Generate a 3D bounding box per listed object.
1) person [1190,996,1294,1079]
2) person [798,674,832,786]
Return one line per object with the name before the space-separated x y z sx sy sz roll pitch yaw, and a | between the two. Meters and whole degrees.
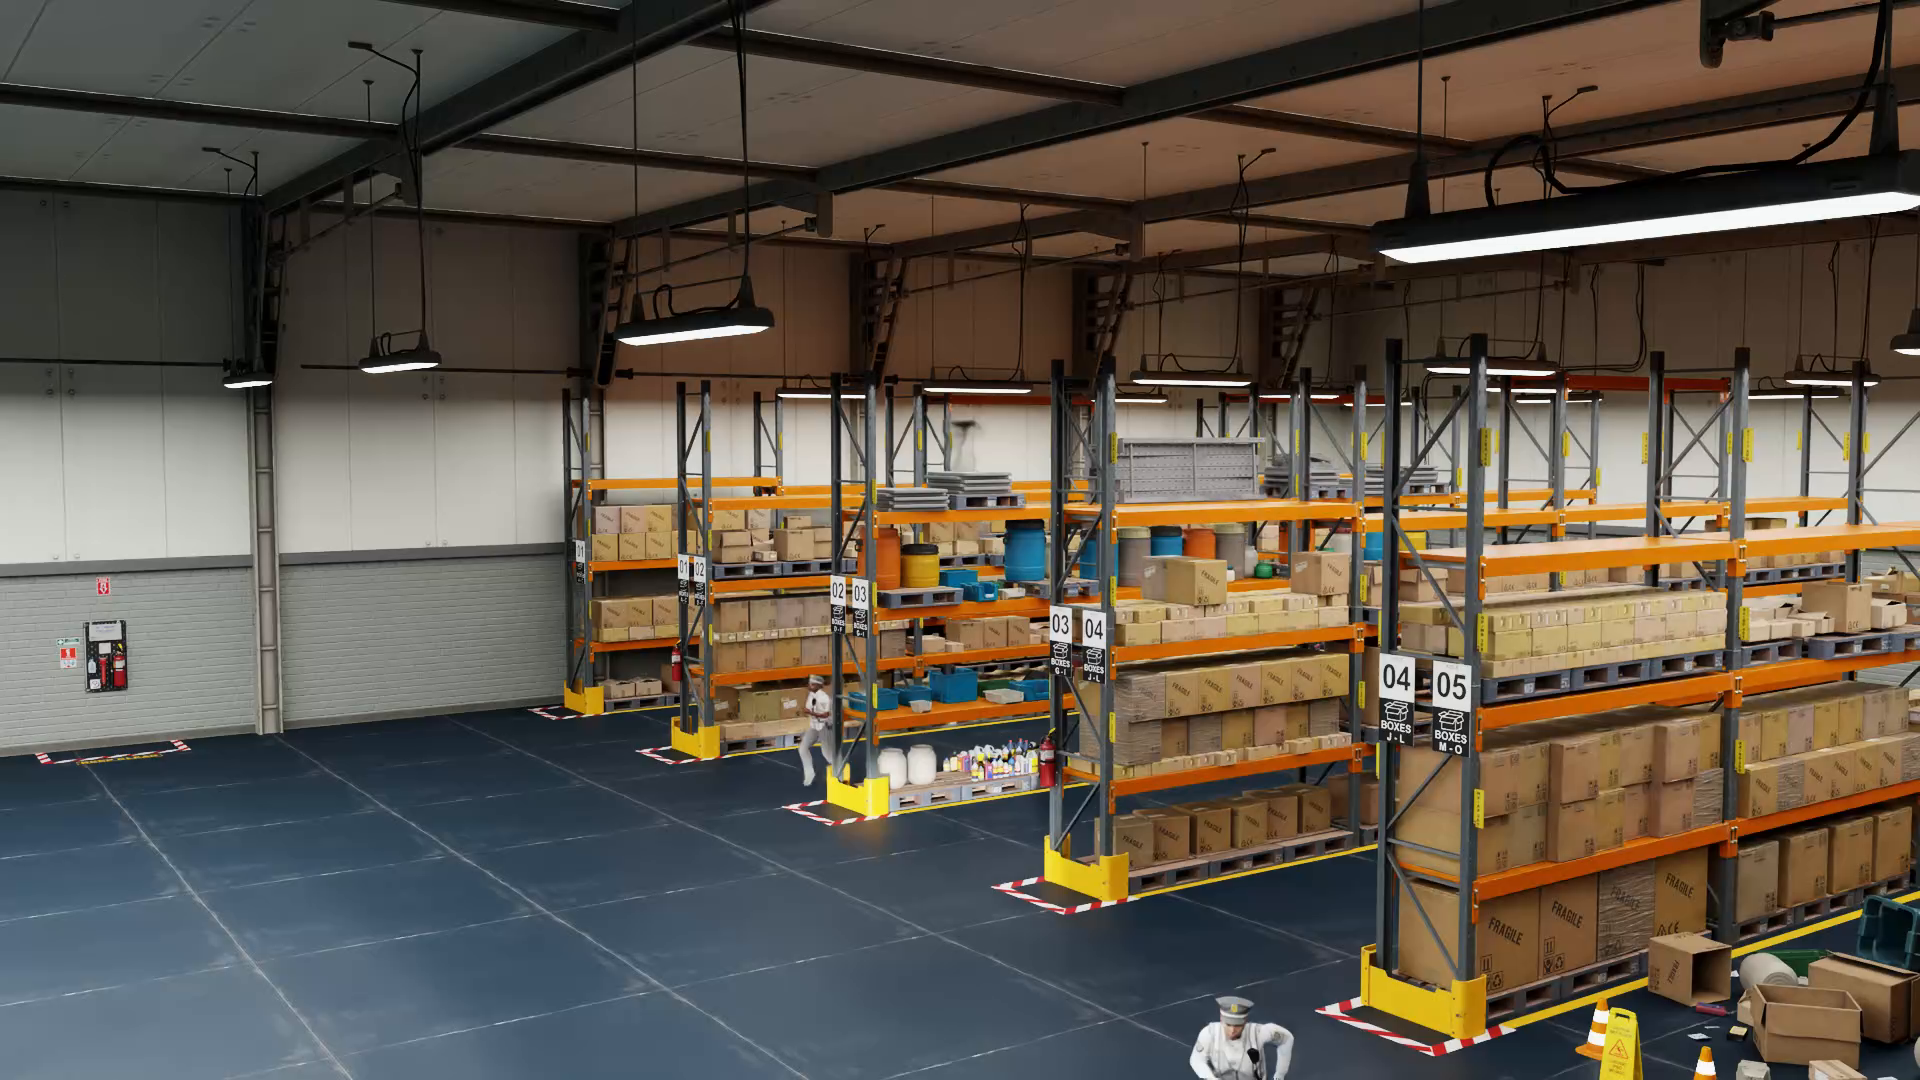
person | 1.862 3.694 10.945 0.658 1.626 0.968 1 4 15
person | -1.998 2.804 24.392 0.804 1.740 0.568 -3 5 -42
